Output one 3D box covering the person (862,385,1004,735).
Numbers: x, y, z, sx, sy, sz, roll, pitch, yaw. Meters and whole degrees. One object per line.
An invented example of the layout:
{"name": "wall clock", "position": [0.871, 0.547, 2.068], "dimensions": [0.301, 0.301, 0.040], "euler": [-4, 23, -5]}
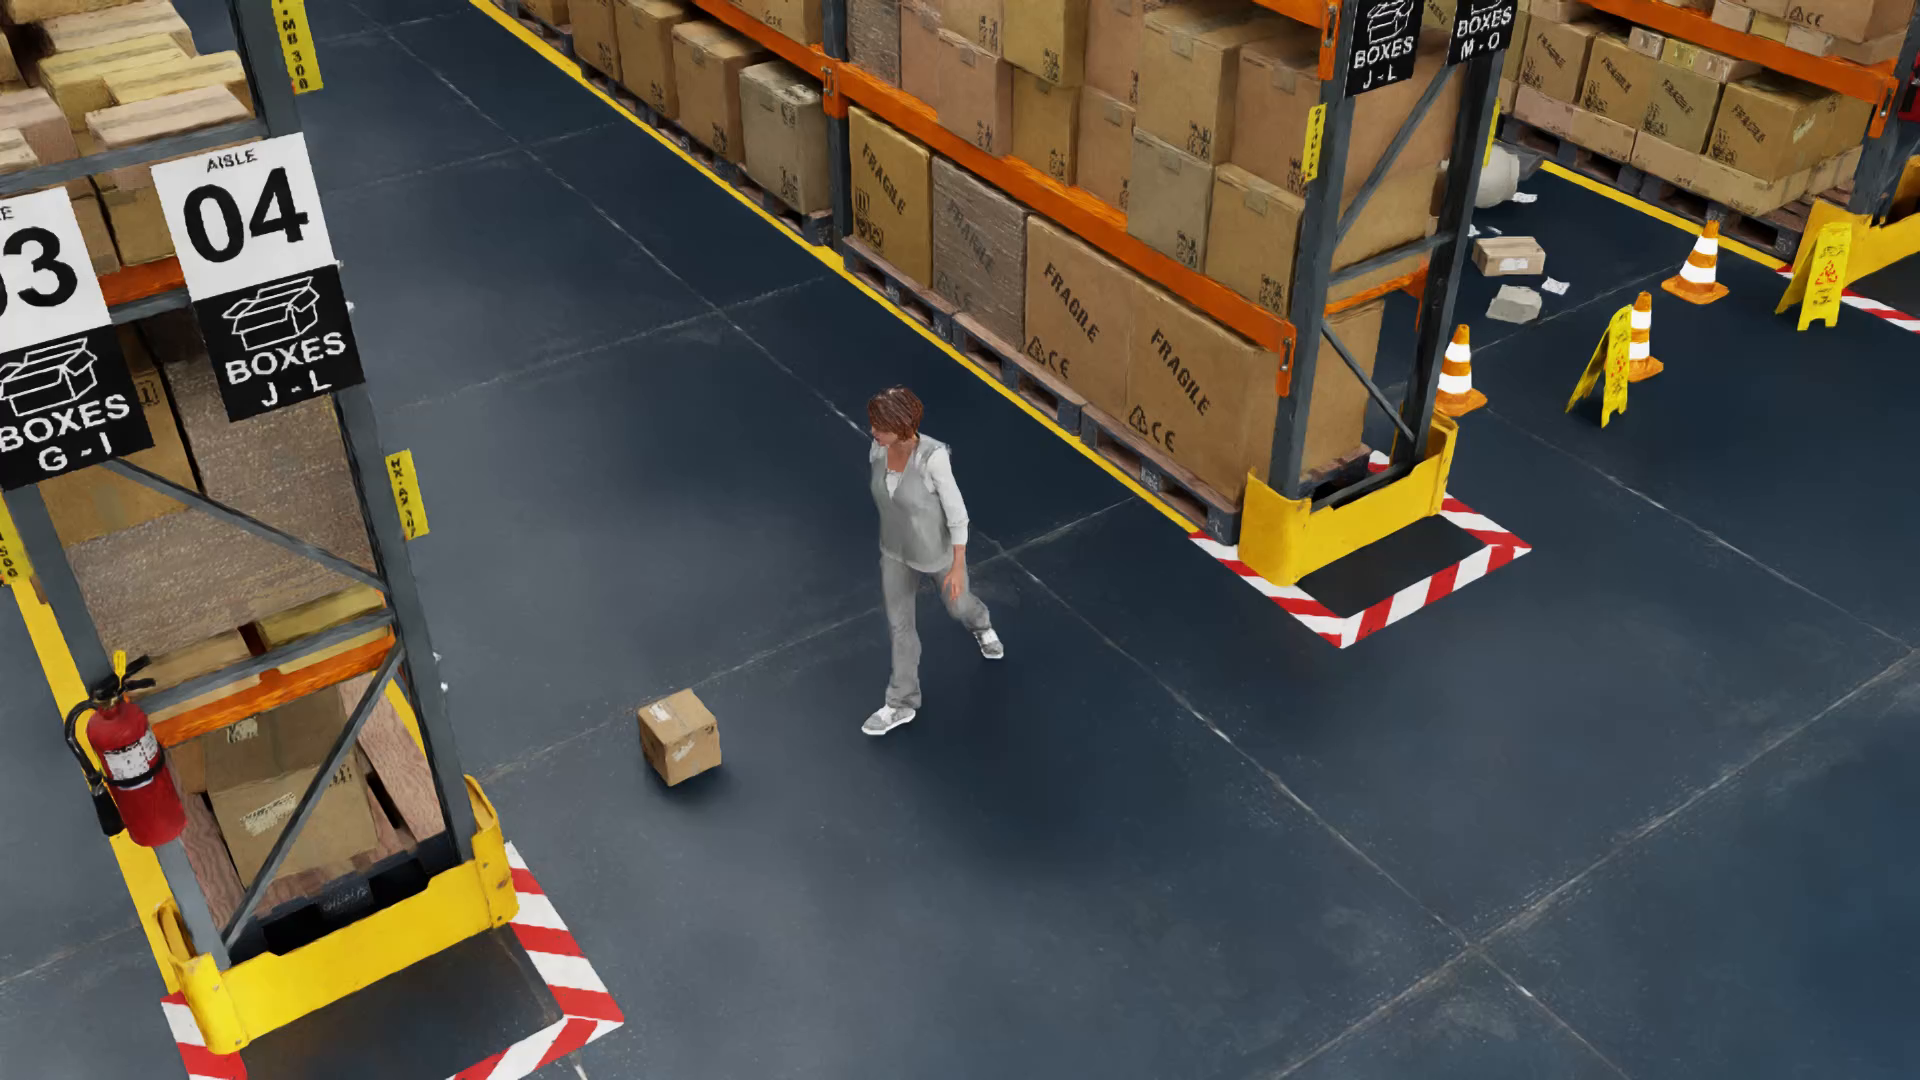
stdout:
{"name": "person", "position": [-0.144, 0.037, 6.959], "dimensions": [0.486, 1.549, 0.844], "euler": [18, 41, 23]}
